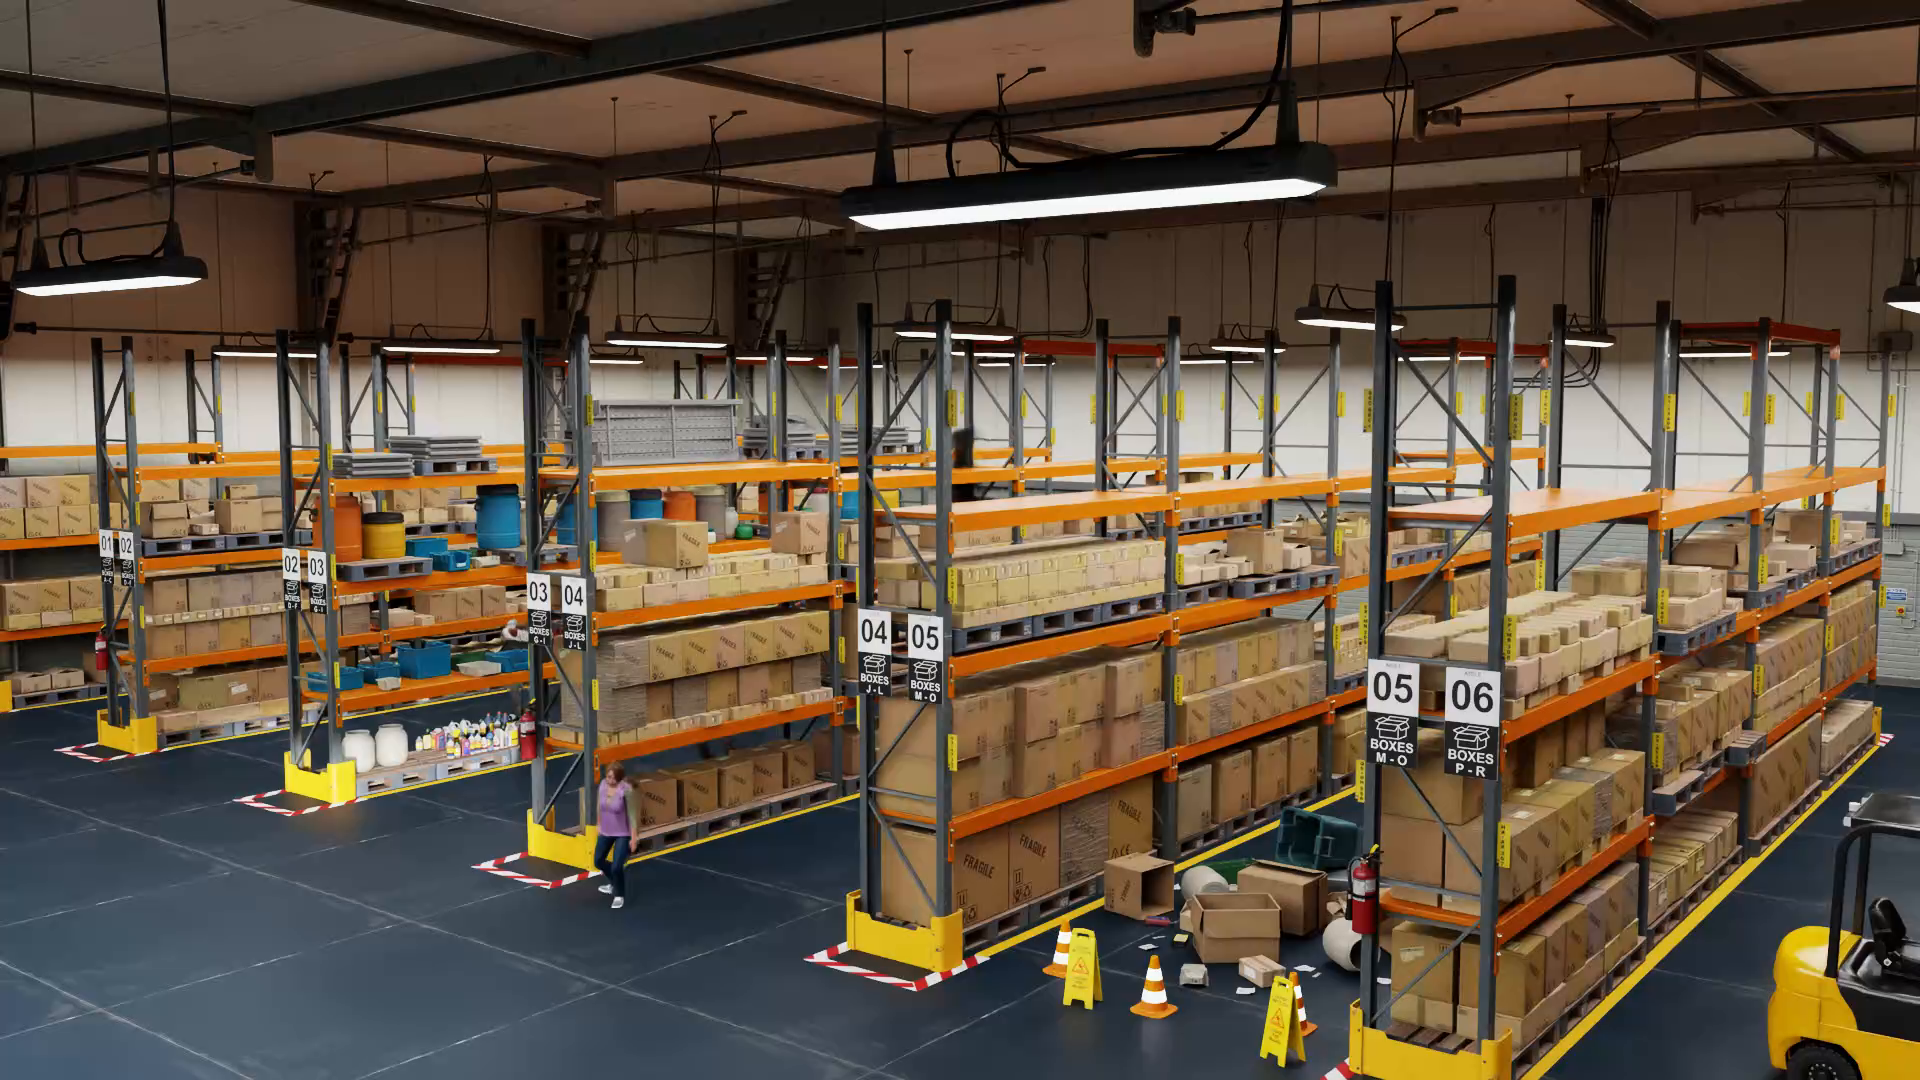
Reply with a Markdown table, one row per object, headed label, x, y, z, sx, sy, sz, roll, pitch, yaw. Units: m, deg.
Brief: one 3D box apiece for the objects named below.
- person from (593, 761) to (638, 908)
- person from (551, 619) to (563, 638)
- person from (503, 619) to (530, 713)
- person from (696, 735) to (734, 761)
| label | x | y | z | sx | sy | sz | roll | pitch | yaw |
| --- | --- | --- | --- | --- | --- | --- | --- | --- | --- |
| person | -3.465 | 2.943 | 16.786 | 0.671 | 1.526 | 0.588 | 2 | 5 | 22 |
| person | -7.970 | 1.471 | 32.998 | 0.503 | 1.609 | 0.861 | 4 | 6 | 37 |
| person | -7.179 | 2.048 | 27.255 | 0.654 | 1.606 | 0.982 | 1 | 5 | 15 |
| person | -3.322 | 2.375 | 22.490 | 0.623 | 1.697 | 0.636 | 0 | 5 | 4 |
